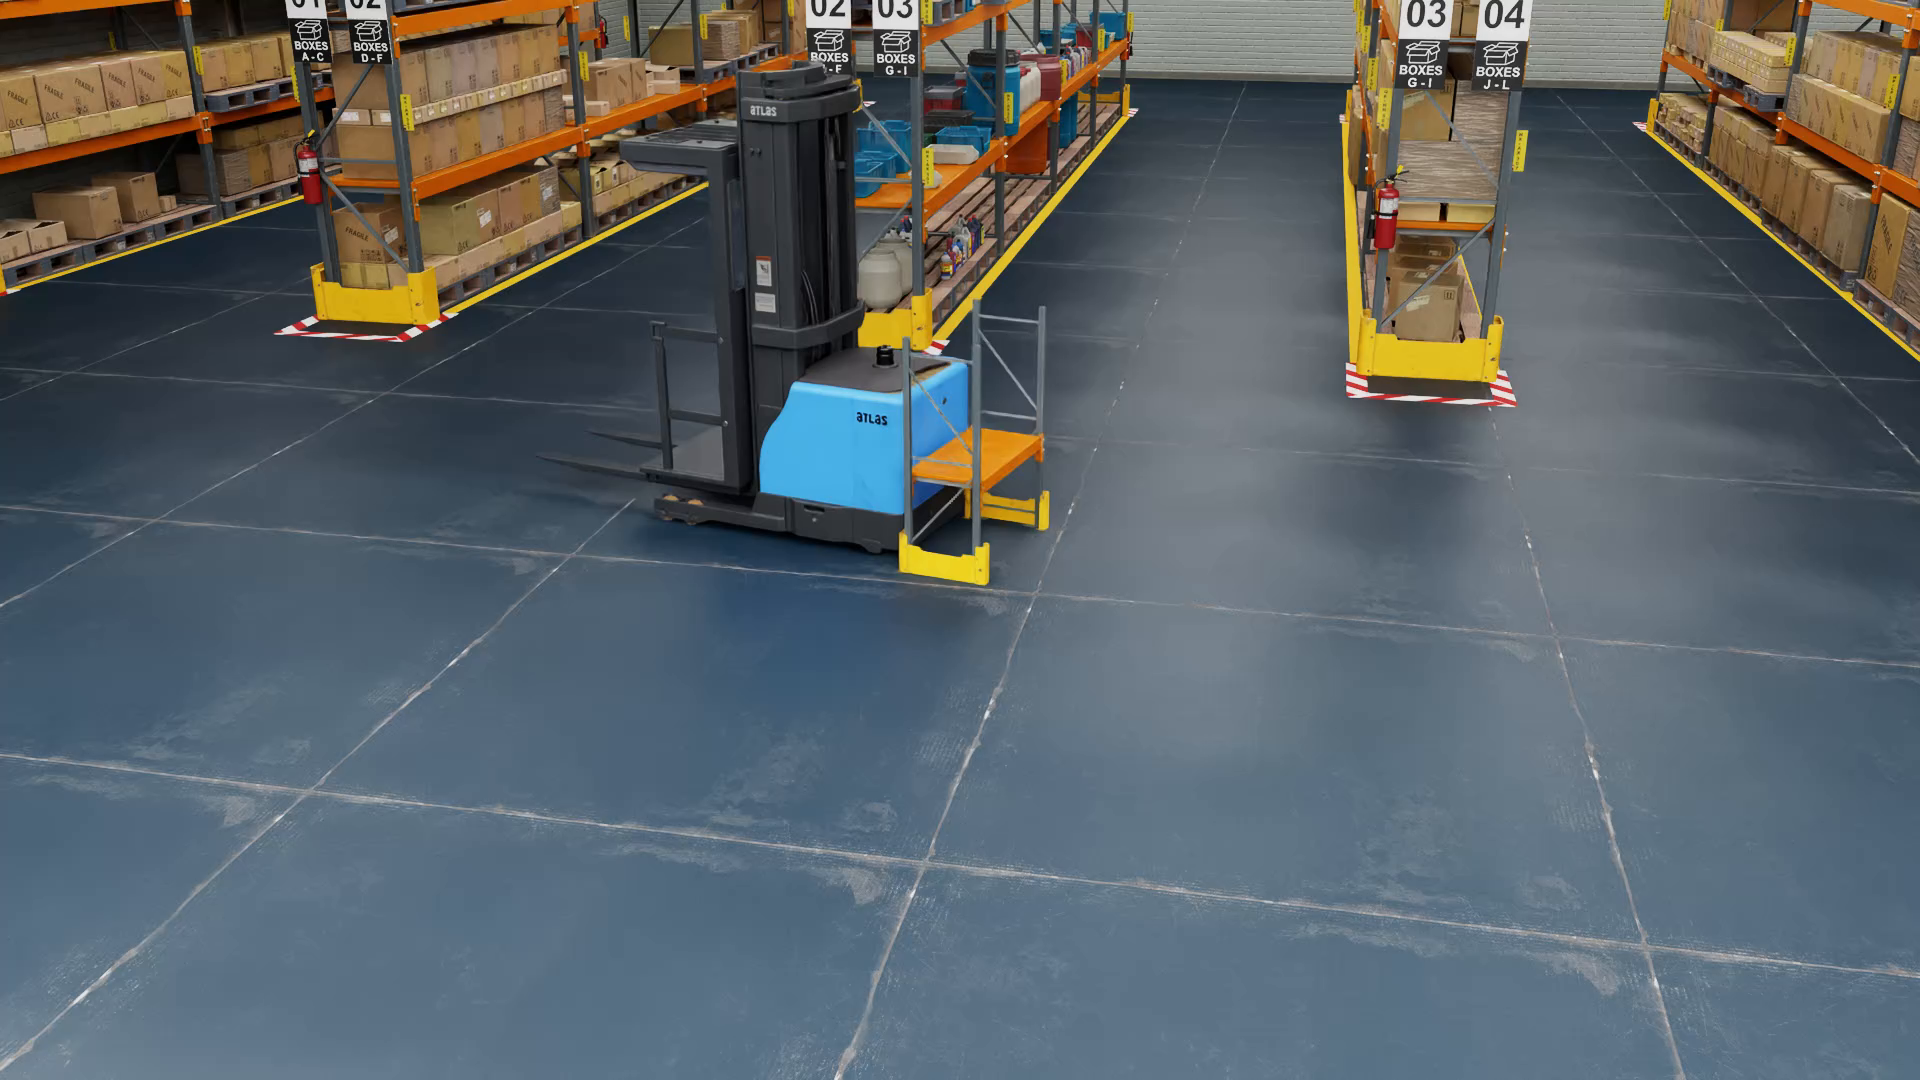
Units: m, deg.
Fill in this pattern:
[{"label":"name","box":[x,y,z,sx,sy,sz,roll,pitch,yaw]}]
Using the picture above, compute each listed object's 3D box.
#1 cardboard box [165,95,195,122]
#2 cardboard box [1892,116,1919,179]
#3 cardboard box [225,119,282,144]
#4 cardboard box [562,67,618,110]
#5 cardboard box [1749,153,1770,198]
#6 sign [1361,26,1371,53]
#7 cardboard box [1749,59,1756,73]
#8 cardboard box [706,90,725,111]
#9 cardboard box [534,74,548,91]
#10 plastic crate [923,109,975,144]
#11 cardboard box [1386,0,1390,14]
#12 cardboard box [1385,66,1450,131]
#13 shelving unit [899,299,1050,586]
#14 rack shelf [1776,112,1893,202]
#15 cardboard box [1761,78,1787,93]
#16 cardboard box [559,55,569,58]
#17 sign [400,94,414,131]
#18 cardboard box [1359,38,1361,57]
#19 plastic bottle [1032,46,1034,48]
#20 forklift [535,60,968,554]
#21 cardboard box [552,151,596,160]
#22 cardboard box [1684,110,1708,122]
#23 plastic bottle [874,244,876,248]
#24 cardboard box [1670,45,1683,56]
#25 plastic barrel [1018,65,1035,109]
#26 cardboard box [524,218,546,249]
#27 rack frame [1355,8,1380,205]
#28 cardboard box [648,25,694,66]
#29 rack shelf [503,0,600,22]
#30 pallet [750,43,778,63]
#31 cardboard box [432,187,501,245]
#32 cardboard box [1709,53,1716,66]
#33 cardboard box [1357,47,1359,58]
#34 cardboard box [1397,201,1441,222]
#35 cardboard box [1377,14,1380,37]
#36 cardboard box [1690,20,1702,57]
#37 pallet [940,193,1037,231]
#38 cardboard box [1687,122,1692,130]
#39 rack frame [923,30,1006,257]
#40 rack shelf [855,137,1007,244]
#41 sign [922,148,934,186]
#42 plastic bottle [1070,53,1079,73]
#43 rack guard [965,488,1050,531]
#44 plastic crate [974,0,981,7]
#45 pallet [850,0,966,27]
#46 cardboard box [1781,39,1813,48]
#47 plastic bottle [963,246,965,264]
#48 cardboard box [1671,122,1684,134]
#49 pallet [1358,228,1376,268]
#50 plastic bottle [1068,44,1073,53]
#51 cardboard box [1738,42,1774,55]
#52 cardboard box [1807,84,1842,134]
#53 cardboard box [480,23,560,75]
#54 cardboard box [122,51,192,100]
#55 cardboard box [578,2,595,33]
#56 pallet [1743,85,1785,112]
[{"label":"cardboard box","box":[-9.503,-5.152,19.806,0.500,0.250,0.500,5,22,11]},{"label":"cardboard box","box":[9.616,-3.795,16.060,0.875,0.550,0.550,4,22,11]},{"label":"cardboard box","box":[-9.380,-5.424,22.059,0.500,0.250,0.500,4,22,9]},{"label":"cardboard box","box":[-4.572,-5.551,20.489,0.500,0.500,0.500,6,23,15]},{"label":"cardboard box","box":[10.374,-4.620,21.093,0.500,0.500,0.500,4,22,11]},{"label":"sign","box":[5.117,-6.317,20.974,0.100,0.325,0.005,4,22,11]},{"label":"cardboard box","box":[10.306,-6.041,21.215,0.380,0.149,0.250,5,22,11]},{"label":"cardboard box","box":[-3.863,-6.643,25.087,0.500,0.250,0.500,4,22,10]},{"label":"cardboard box","box":[-4.801,-5.078,18.445,0.380,0.149,0.250,4,22,9]},{"label":"plastic crate","box":[-0.235,-4.443,17.954,0.767,0.338,0.504,4,22,11]},{"label":"cardboard box","box":[4.287,-5.078,15.633,0.500,0.250,0.500,4,22,9]},{"label":"cardboard box","box":[3.995,-3.865,14.564,0.500,0.500,0.500,4,22,11]},{"label":"shelving unit","box":[0.106,-0.642,10.440,0.587,1.500,1.083,10,24,23]},{"label":"rack shelf","box":[10.088,-4.259,18.376,1.077,0.370,4.000,4,22,11]},{"label":"cardboard box","box":[10.147,-5.618,20.561,0.380,0.149,0.250,5,22,12]},{"label":"cardboard box","box":[-7.469,-8.931,30.930,0.380,0.149,0.250,5,22,11]},{"label":"sign","box":[-5.126,-3.964,15.415,0.100,0.325,0.005,4,22,11]},{"label":"cardboard box","box":[6.310,-7.452,25.144,0.500,0.250,0.500,4,22,10]},{"label":"plastic bottle","box":[1.109,-7.375,25.307,0.061,0.283,0.133,4,22,11]},{"label":"forklift","box":[-1.493,-1.627,10.971,3.031,2.935,1.130,10,24,23]},{"label":"cardboard box","box":[-4.846,-4.755,21.013,0.500,0.311,0.500,4,22,11]},{"label":"cardboard box","box":[11.281,-6.468,25.357,0.380,0.149,0.250,3,22,8]},{"label":"plastic bottle","box":[-0.869,-2.884,17.047,0.061,0.283,0.133,5,22,12]},{"label":"cardboard box","box":[11.623,-7.849,26.664,0.380,0.149,0.250,4,22,9]},{"label":"plastic barrel","box":[0.725,-5.622,20.648,0.421,0.512,0.421,0,22,0]},{"label":"cardboard box","box":[-4.932,-3.400,18.398,0.500,0.250,0.500,4,22,11]},{"label":"rack frame","box":[5.661,-5.739,21.088,1.000,3.000,0.127,4,22,11]},{"label":"cardboard box","box":[-4.018,-6.976,23.463,0.700,0.500,0.500,-3,22,-7]},{"label":"rack shelf","box":[-4.444,-6.822,20.725,1.077,0.370,4.000,4,22,11]},{"label":"pallet","box":[-3.490,-7.585,25.930,1.003,0.211,1.213,4,22,11]},{"label":"cardboard box","box":[-5.152,-3.383,17.353,0.500,0.500,0.500,4,22,11]},{"label":"cardboard box","box":[10.781,-6.756,23.388,0.380,0.149,0.250,3,22,8]},{"label":"cardboard box","box":[6.481,-7.692,26.274,0.380,0.149,0.250,4,22,10]},{"label":"cardboard box","box":[3.885,-2.817,14.169,0.380,0.149,0.250,4,22,11]},{"label":"cardboard box","box":[6.204,-7.229,23.312,0.797,0.503,0.637,5,22,12]},{"label":"cardboard box","box":[11.344,-7.541,25.031,0.500,0.500,0.500,4,22,11]},{"label":"pallet","box":[0.365,-4.098,20.746,1.003,0.211,1.213,4,22,11]},{"label":"cardboard box","box":[11.326,-6.315,25.374,0.380,0.149,0.250,5,22,12]},{"label":"rack frame","box":[-0.004,-4.654,18.394,1.000,3.000,0.127,4,22,11]},{"label":"rack shelf","box":[-0.412,-3.589,16.712,1.077,0.370,4.000,4,22,11]},{"label":"sign","box":[-0.283,-3.276,14.601,0.100,0.325,0.005,4,22,11]},{"label":"plastic bottle","box":[1.660,-6.986,24.350,0.152,0.276,0.135,4,22,11]},{"label":"rack guard","box":[0.312,-0.232,11.094,0.587,0.250,0.087,10,24,23]},{"label":"plastic crate","box":[0.064,-5.305,16.348,0.243,0.136,0.396,4,22,11]},{"label":"pallet","box":[-0.556,-4.790,14.969,1.003,0.211,1.213,4,22,11]},{"label":"cardboard box","box":[11.206,-6.601,22.207,0.380,0.149,0.250,4,22,9]},{"label":"plastic bottle","box":[0.007,-3.010,17.468,0.097,0.201,0.097,0,22,0]},{"label":"cardboard box","box":[11.437,-6.491,26.211,0.380,0.149,0.250,3,22,8]},{"label":"pallet","box":[5.002,-3.268,18.684,1.003,0.211,1.213,4,22,11]},{"label":"plastic bottle","box":[1.620,-7.207,24.798,0.144,0.351,0.185,4,22,11]},{"label":"cardboard box","box":[10.467,-6.460,21.857,0.380,0.149,0.250,5,23,13]},{"label":"cardboard box","box":[9.936,-4.856,18.762,0.500,0.500,0.500,4,22,11]},{"label":"cardboard box","box":[-4.937,-5.518,18.669,0.700,0.500,0.500,5,22,11]},{"label":"cardboard box","box":[-9.496,-5.500,19.665,0.500,0.500,0.500,4,22,11]},{"label":"cardboard box","box":[-7.348,-9.749,30.645,0.980,0.700,0.700,5,23,13]},{"label":"pallet","box":[10.537,-5.504,20.761,1.213,0.211,1.003,4,22,11]}]
